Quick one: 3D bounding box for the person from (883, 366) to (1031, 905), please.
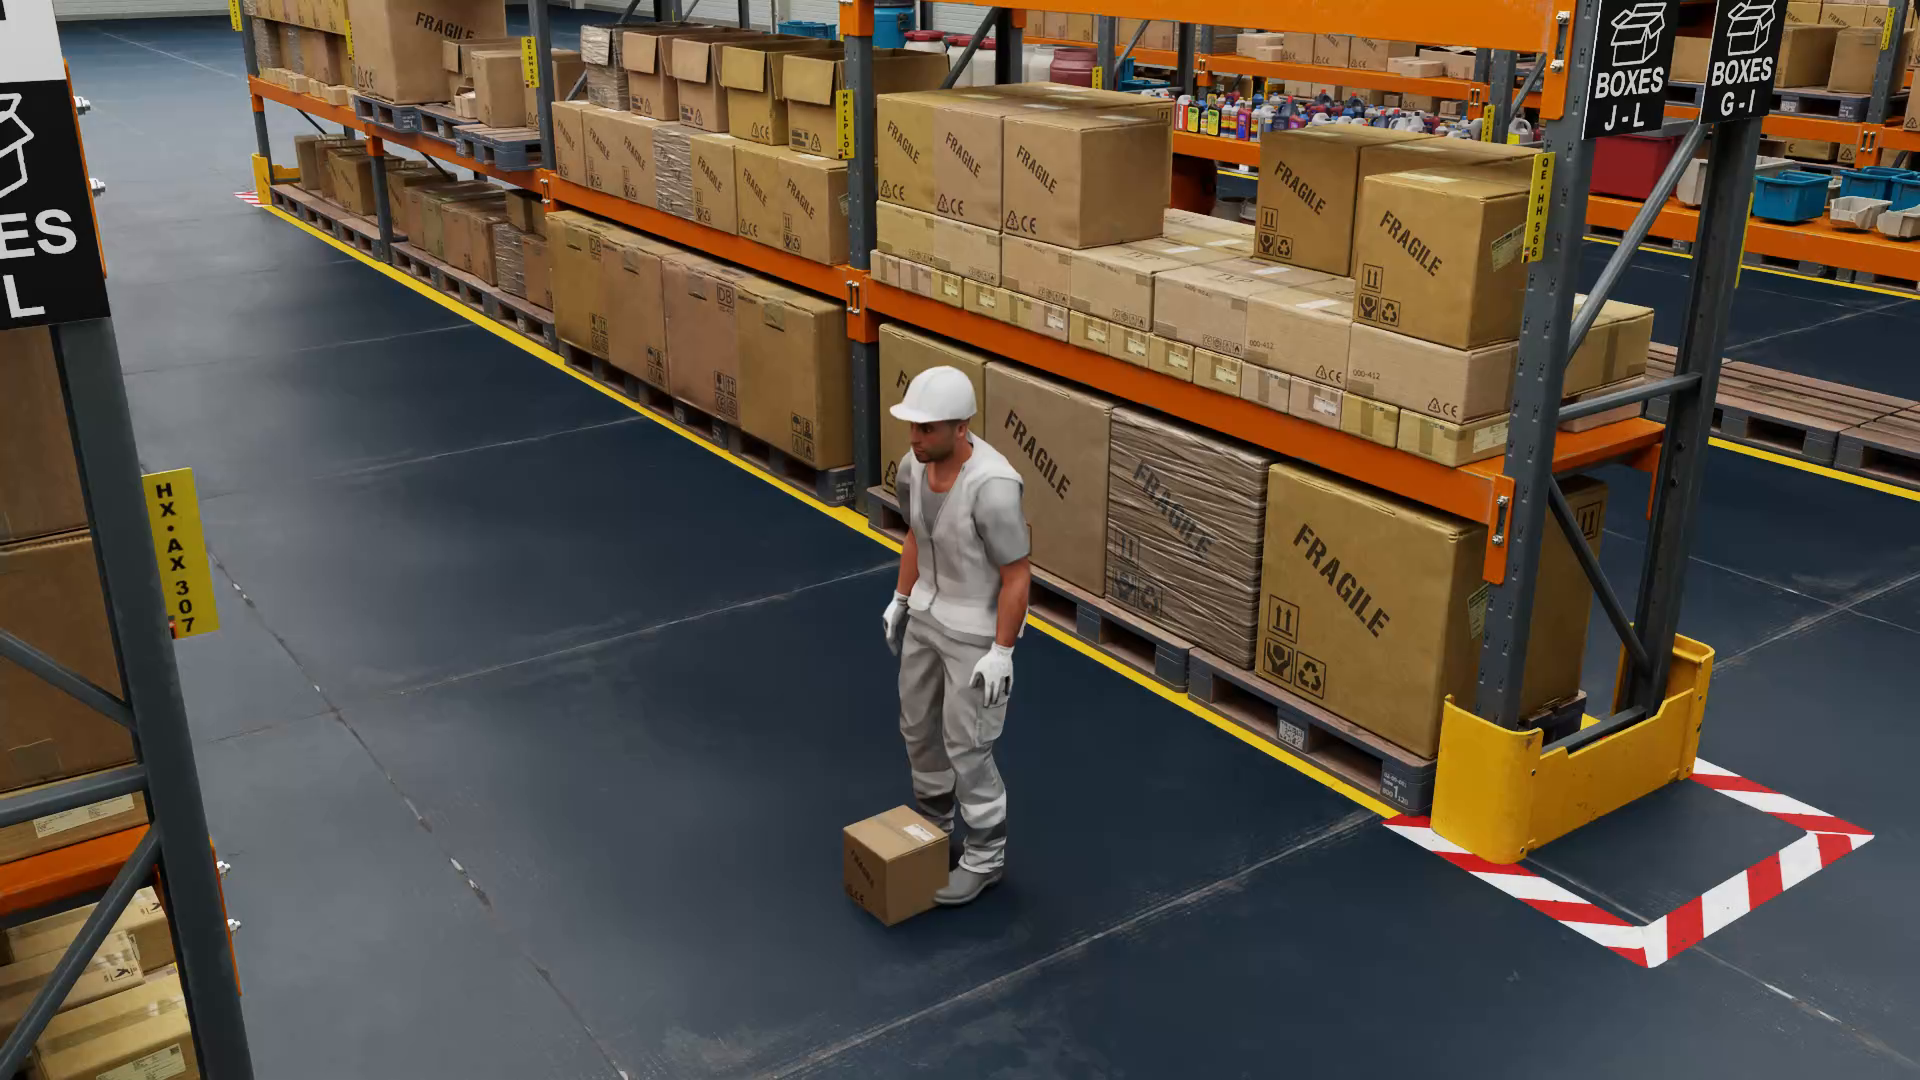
[{"bbox_3d":[-0.029,0.298,5.294,0.449,1.778,0.595,-16,26,-35],"label":"person"}]
